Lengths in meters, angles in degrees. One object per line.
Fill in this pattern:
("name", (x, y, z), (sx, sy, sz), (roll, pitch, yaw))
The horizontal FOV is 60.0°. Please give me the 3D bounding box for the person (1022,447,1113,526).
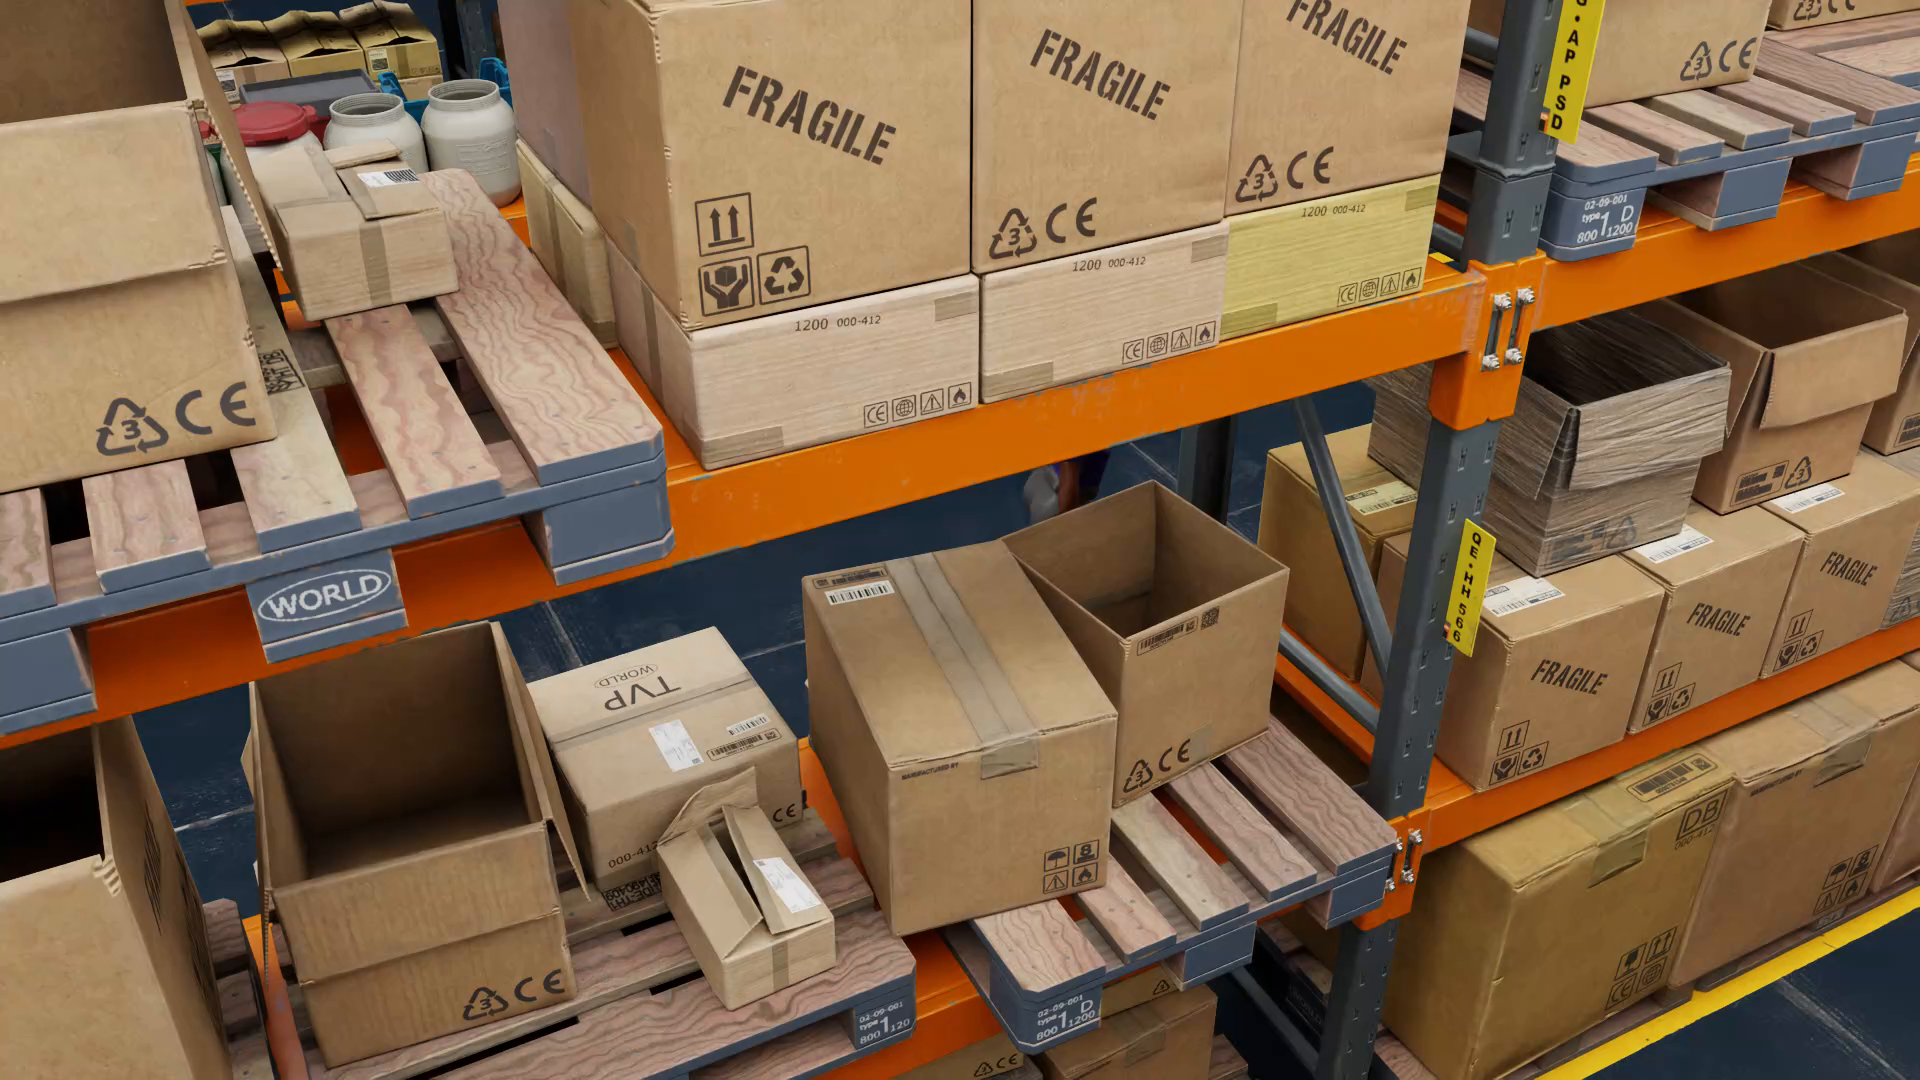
("person", (0.315, -0.105, 6.306), (0.527, 1.650, 0.523), (-4, 33, -6))
